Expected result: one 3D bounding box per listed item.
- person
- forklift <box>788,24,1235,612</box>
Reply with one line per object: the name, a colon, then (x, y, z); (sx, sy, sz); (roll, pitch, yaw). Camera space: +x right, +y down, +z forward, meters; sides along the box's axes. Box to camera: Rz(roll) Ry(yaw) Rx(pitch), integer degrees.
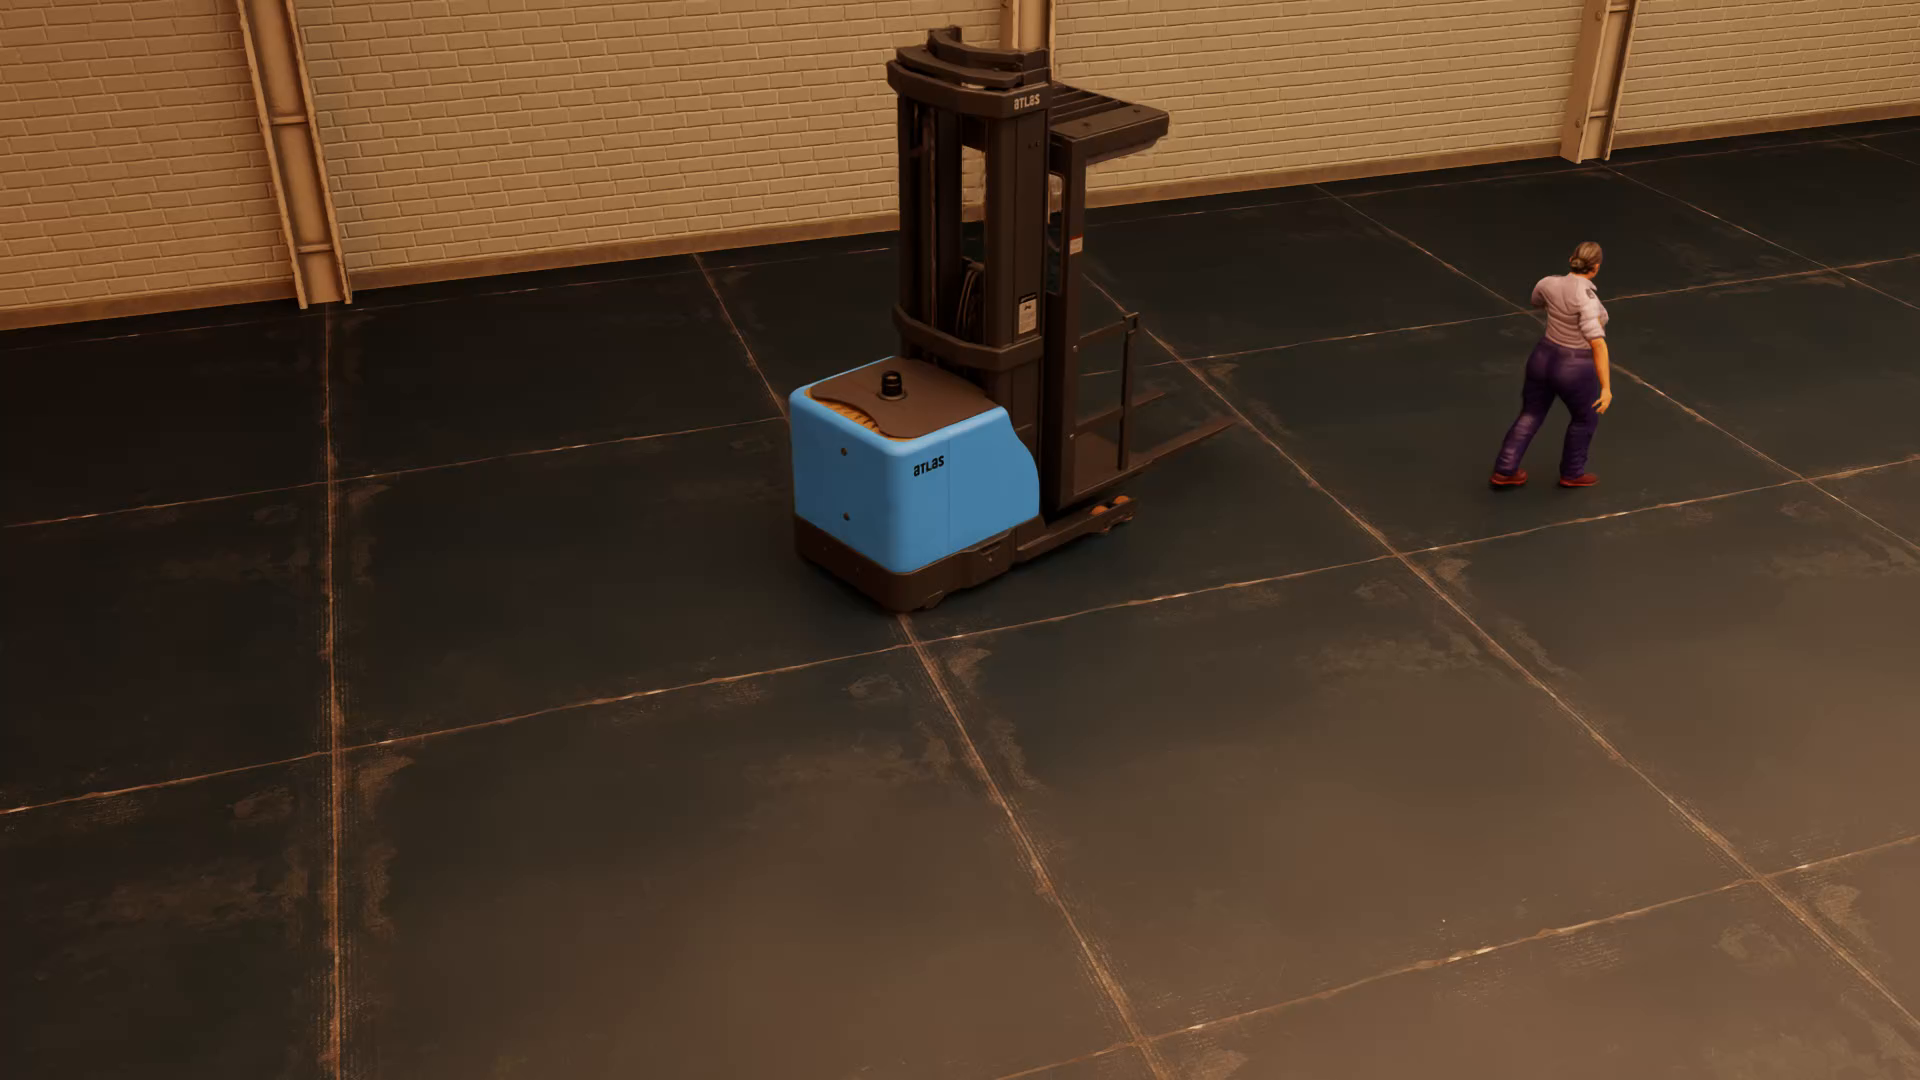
person: (3.762, -1.051, 10.247); (0.729, 1.630, 0.894); (-16, 34, -26)
forklift: (0.458, -1.486, 9.669); (3.031, 2.935, 1.130); (-24, 38, -35)
